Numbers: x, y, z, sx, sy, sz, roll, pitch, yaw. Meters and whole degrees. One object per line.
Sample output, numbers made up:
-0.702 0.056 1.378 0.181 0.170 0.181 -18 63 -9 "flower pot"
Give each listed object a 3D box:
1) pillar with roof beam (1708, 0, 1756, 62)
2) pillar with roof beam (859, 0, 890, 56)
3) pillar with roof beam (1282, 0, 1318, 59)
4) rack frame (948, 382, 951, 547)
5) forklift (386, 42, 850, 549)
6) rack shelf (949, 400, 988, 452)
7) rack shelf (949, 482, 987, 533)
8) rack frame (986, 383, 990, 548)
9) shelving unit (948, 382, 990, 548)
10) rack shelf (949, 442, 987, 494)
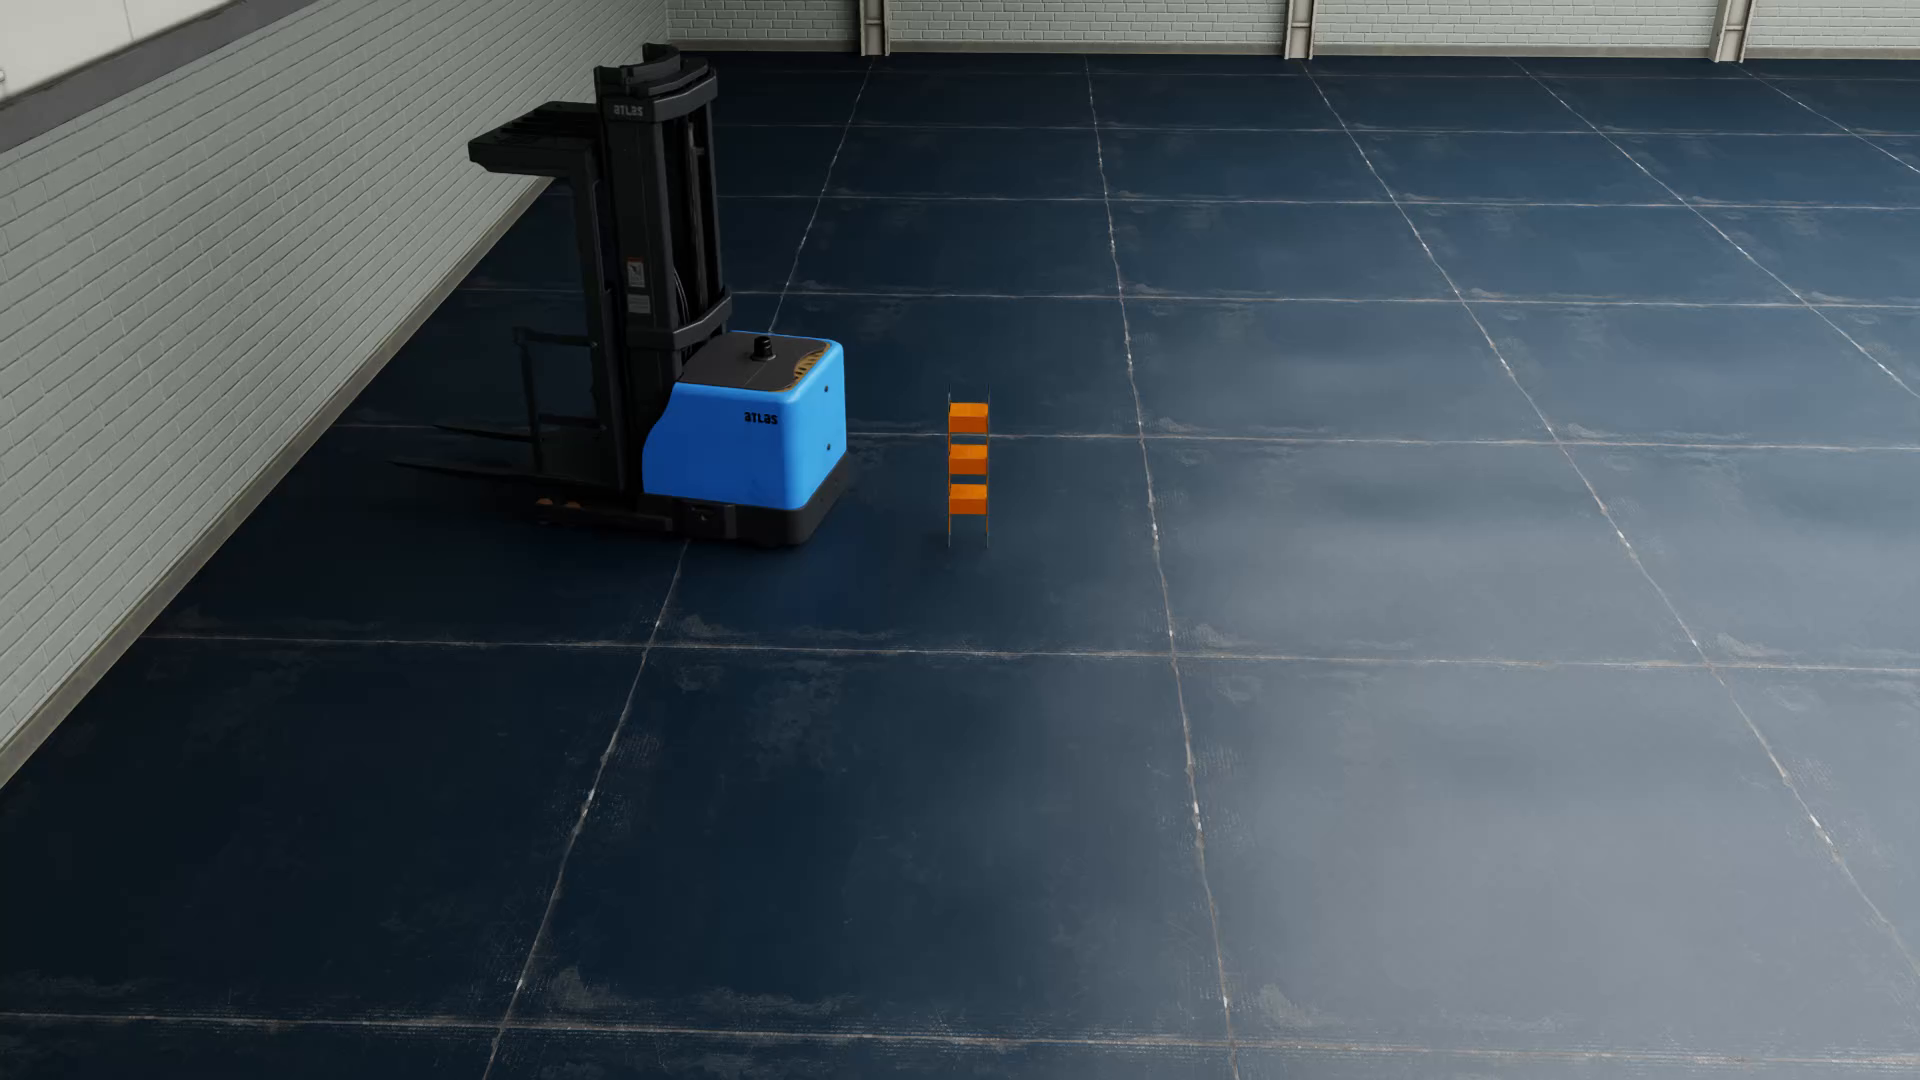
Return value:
10.630 -8.729 17.535 0.400 9.000 9.100 1 28 2 "pillar with roof beam"
-1.362 -8.928 17.909 0.400 9.000 9.100 1 28 2 "pillar with roof beam"
4.634 -8.828 17.722 0.400 9.000 9.100 1 28 2 "pillar with roof beam"
-0.068 -0.465 10.432 0.008 1.050 0.200 1 28 2 "rack frame"
-2.321 -1.606 10.575 3.031 2.935 1.130 7 29 13 "forklift"
0.053 -0.704 10.300 0.240 0.259 0.215 1 28 2 "rack shelf"
0.053 -0.208 10.563 0.240 0.259 0.215 1 28 2 "rack shelf"
0.175 -0.461 10.424 0.008 1.050 0.200 1 28 2 "rack frame"
0.053 -0.463 10.428 0.252 1.050 0.215 1 28 2 "shelving unit"
0.053 -0.454 10.433 0.240 0.259 0.215 1 28 2 "rack shelf"
